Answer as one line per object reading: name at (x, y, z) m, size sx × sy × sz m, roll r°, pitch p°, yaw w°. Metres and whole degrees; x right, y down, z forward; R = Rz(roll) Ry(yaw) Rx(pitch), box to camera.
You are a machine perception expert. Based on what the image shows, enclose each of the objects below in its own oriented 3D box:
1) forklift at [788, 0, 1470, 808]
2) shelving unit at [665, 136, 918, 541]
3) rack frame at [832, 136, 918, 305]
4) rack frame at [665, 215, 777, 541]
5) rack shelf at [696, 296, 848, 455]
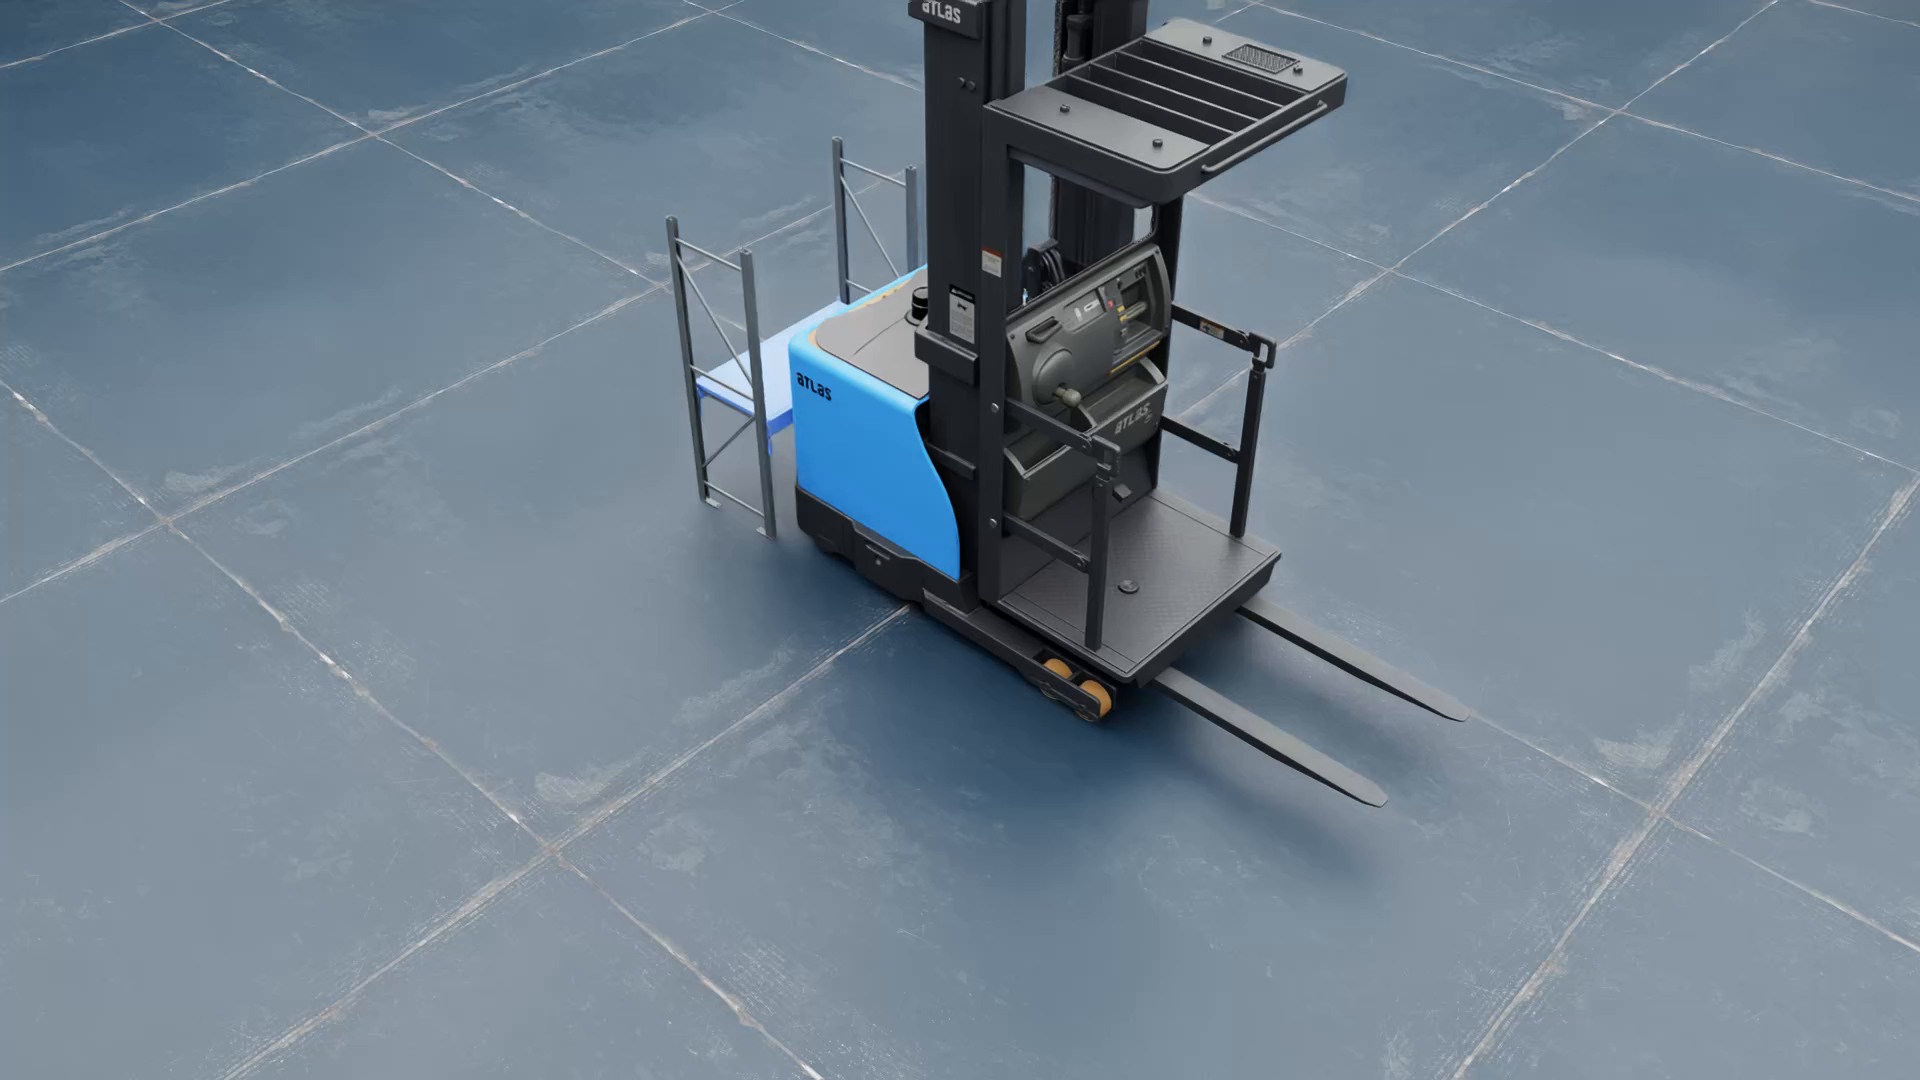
forklift at (0.669, -0.775, 6.370) m, size 3.031 × 2.935 × 1.130 m, roll 30°, pitch 47°, yaw 32°
shelving unit at (-0.724, -0.932, 7.717) m, size 0.538 × 1.500 × 1.048 m, roll 28°, pitch 46°, yaw 31°
rack frame at (-0.393, -1.172, 8.019) m, size 0.500 × 1.500 × 0.032 m, roll 28°, pitch 46°, yaw 31°
rack frame at (-1.054, -0.691, 7.414) m, size 0.500 × 1.500 × 0.032 m, roll 28°, pitch 46°, yaw 31°
rack shelf at (-0.724, -0.791, 7.829) m, size 0.538 × 0.185 × 1.000 m, roll 28°, pitch 46°, yaw 31°
